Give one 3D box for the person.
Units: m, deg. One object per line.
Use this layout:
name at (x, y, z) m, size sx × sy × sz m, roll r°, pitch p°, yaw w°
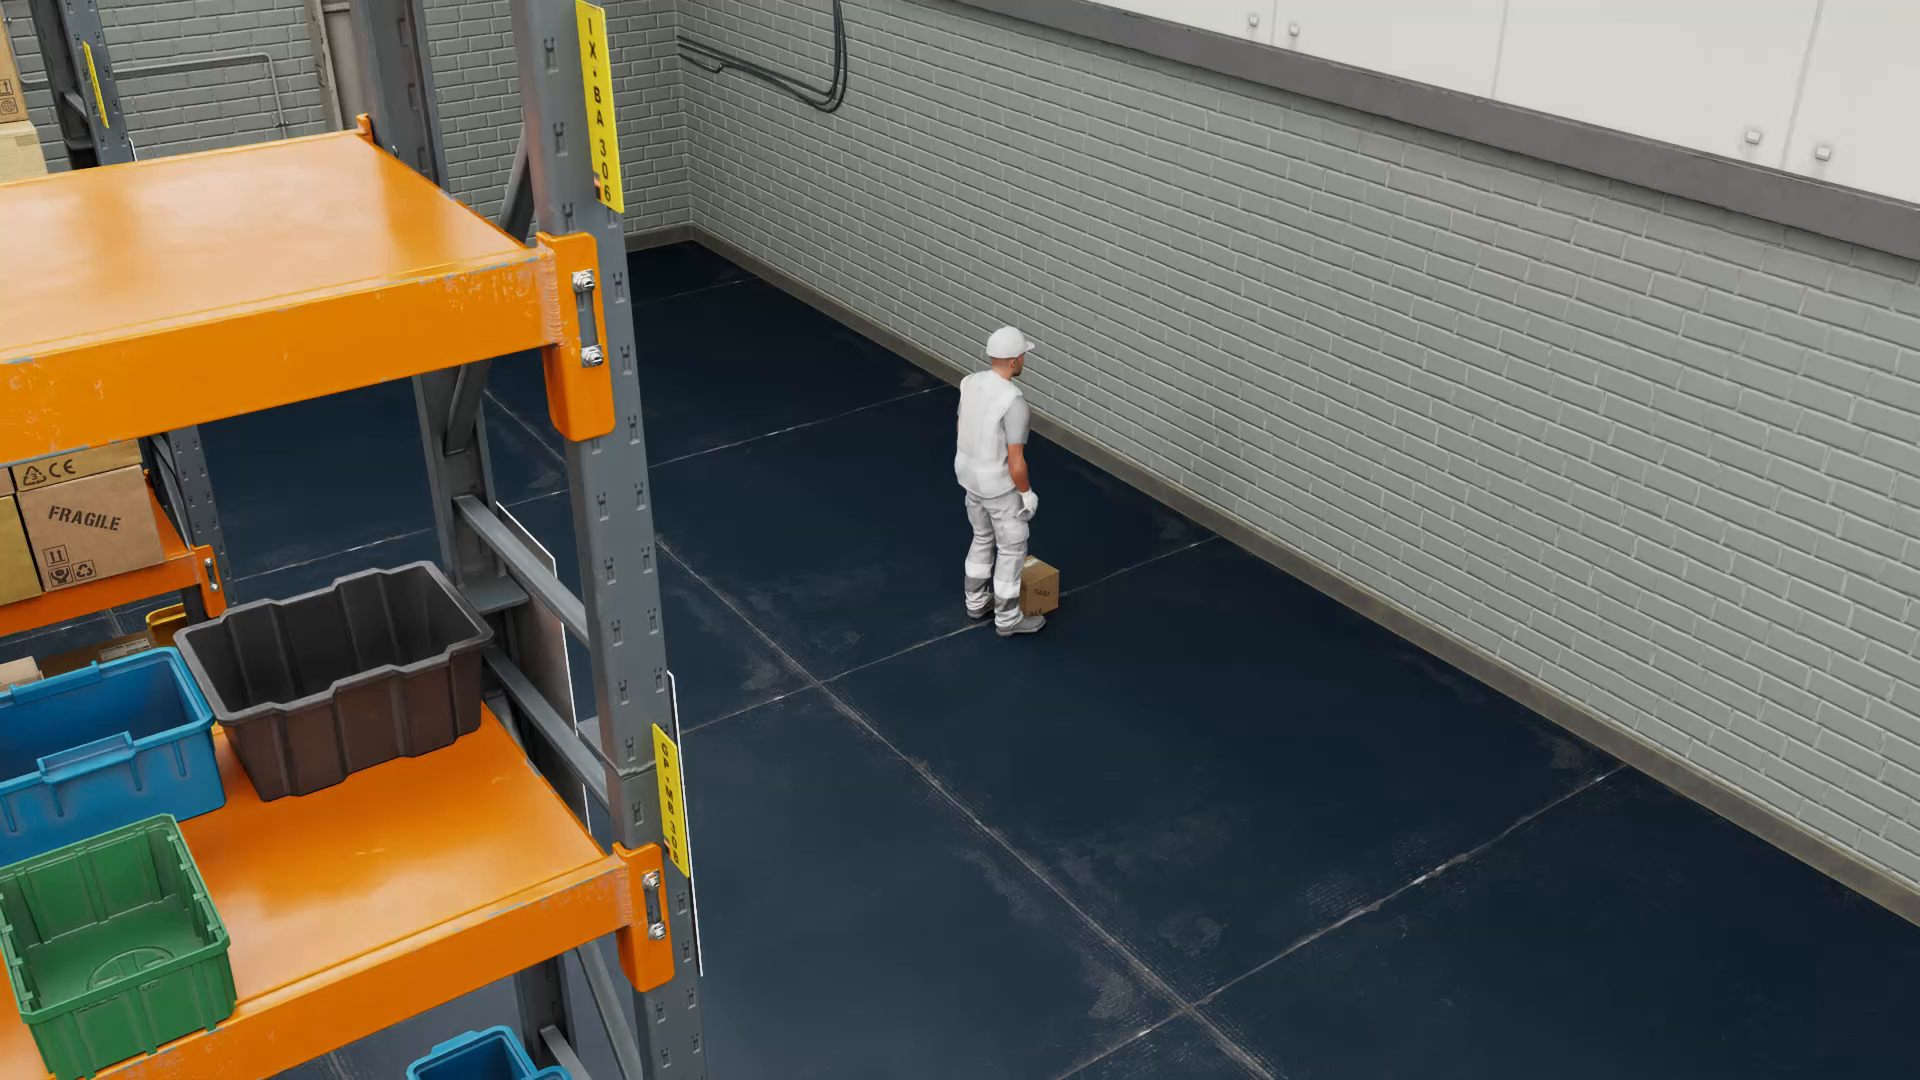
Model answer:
person at (0.218, -0.325, 9.271) m, size 0.452 × 1.775 × 0.605 m, roll -19°, pitch 33°, yaw -31°
